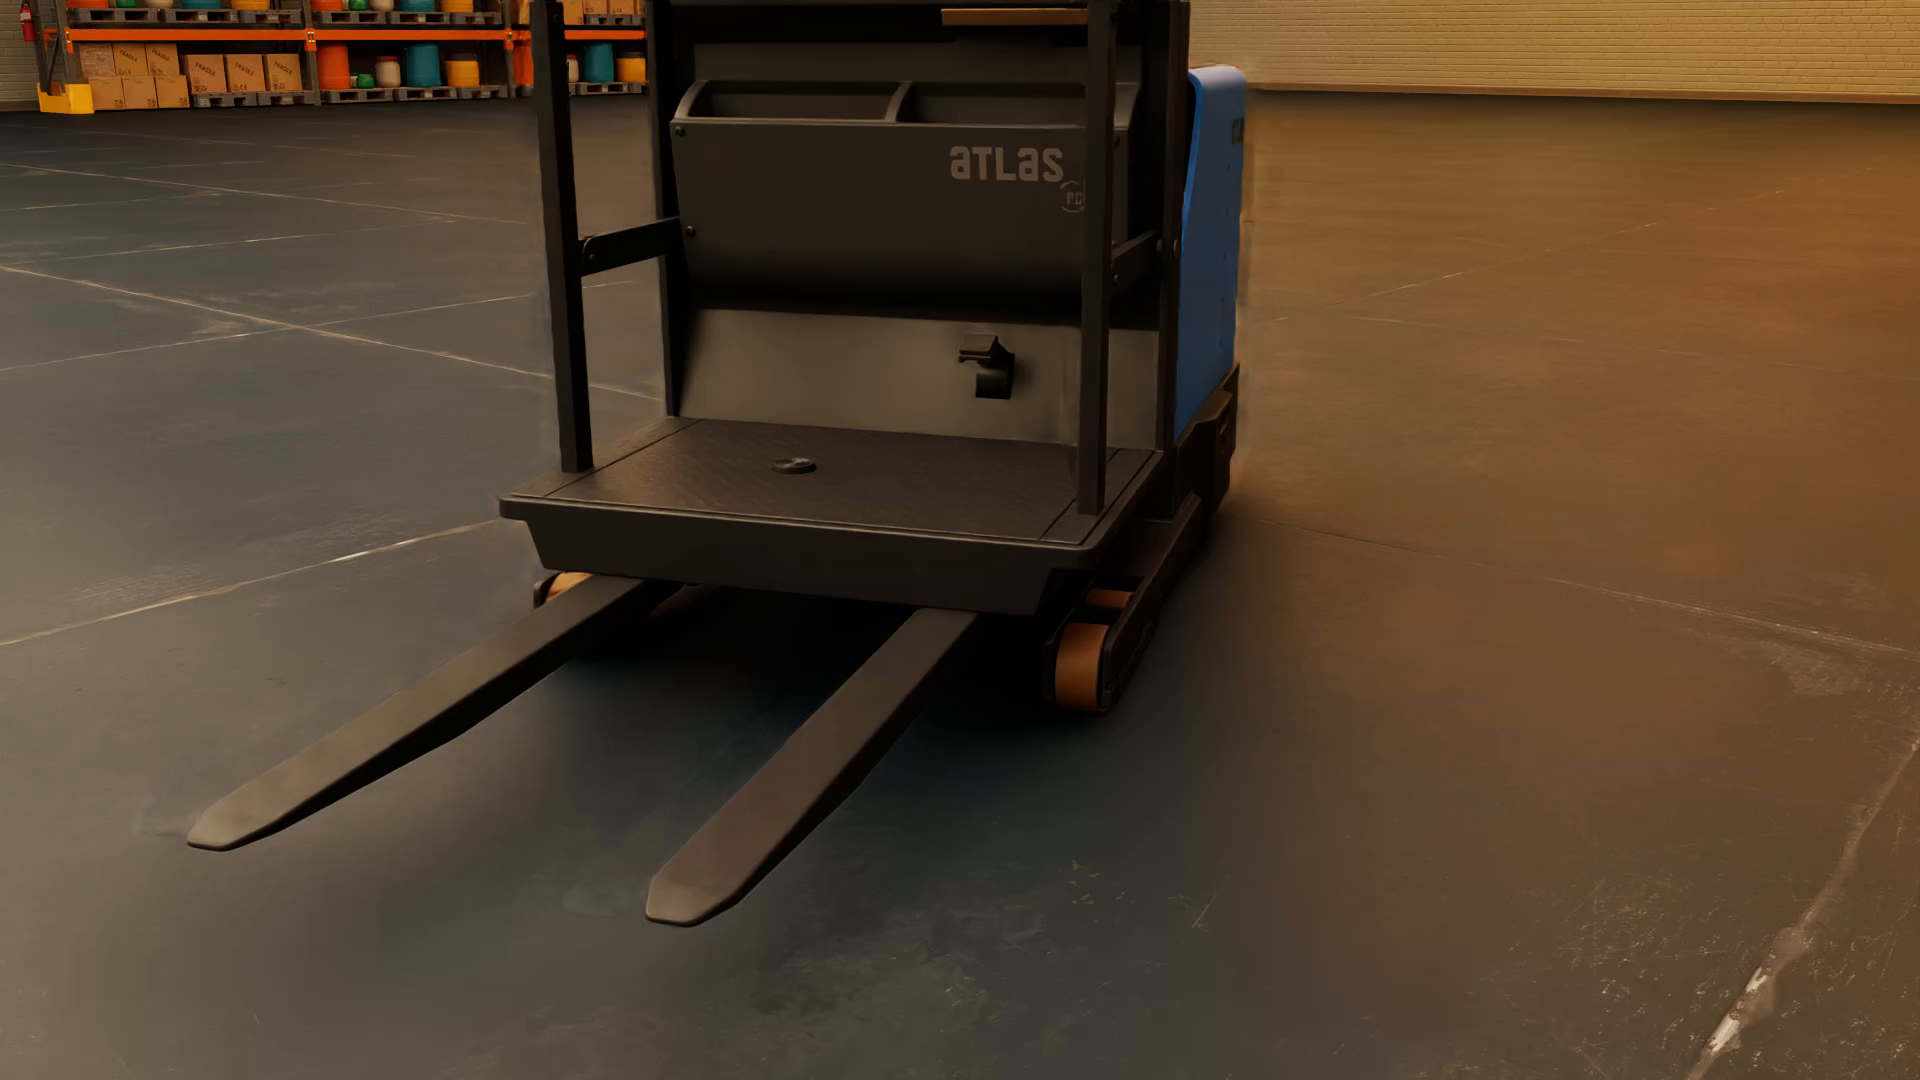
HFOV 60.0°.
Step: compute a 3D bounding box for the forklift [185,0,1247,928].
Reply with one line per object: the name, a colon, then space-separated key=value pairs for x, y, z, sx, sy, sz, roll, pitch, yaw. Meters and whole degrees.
forklift: x=-0.173 y=-1.222 z=2.921 sx=1.130 sy=2.935 sz=3.031 roll=5 pitch=18 yaw=16
